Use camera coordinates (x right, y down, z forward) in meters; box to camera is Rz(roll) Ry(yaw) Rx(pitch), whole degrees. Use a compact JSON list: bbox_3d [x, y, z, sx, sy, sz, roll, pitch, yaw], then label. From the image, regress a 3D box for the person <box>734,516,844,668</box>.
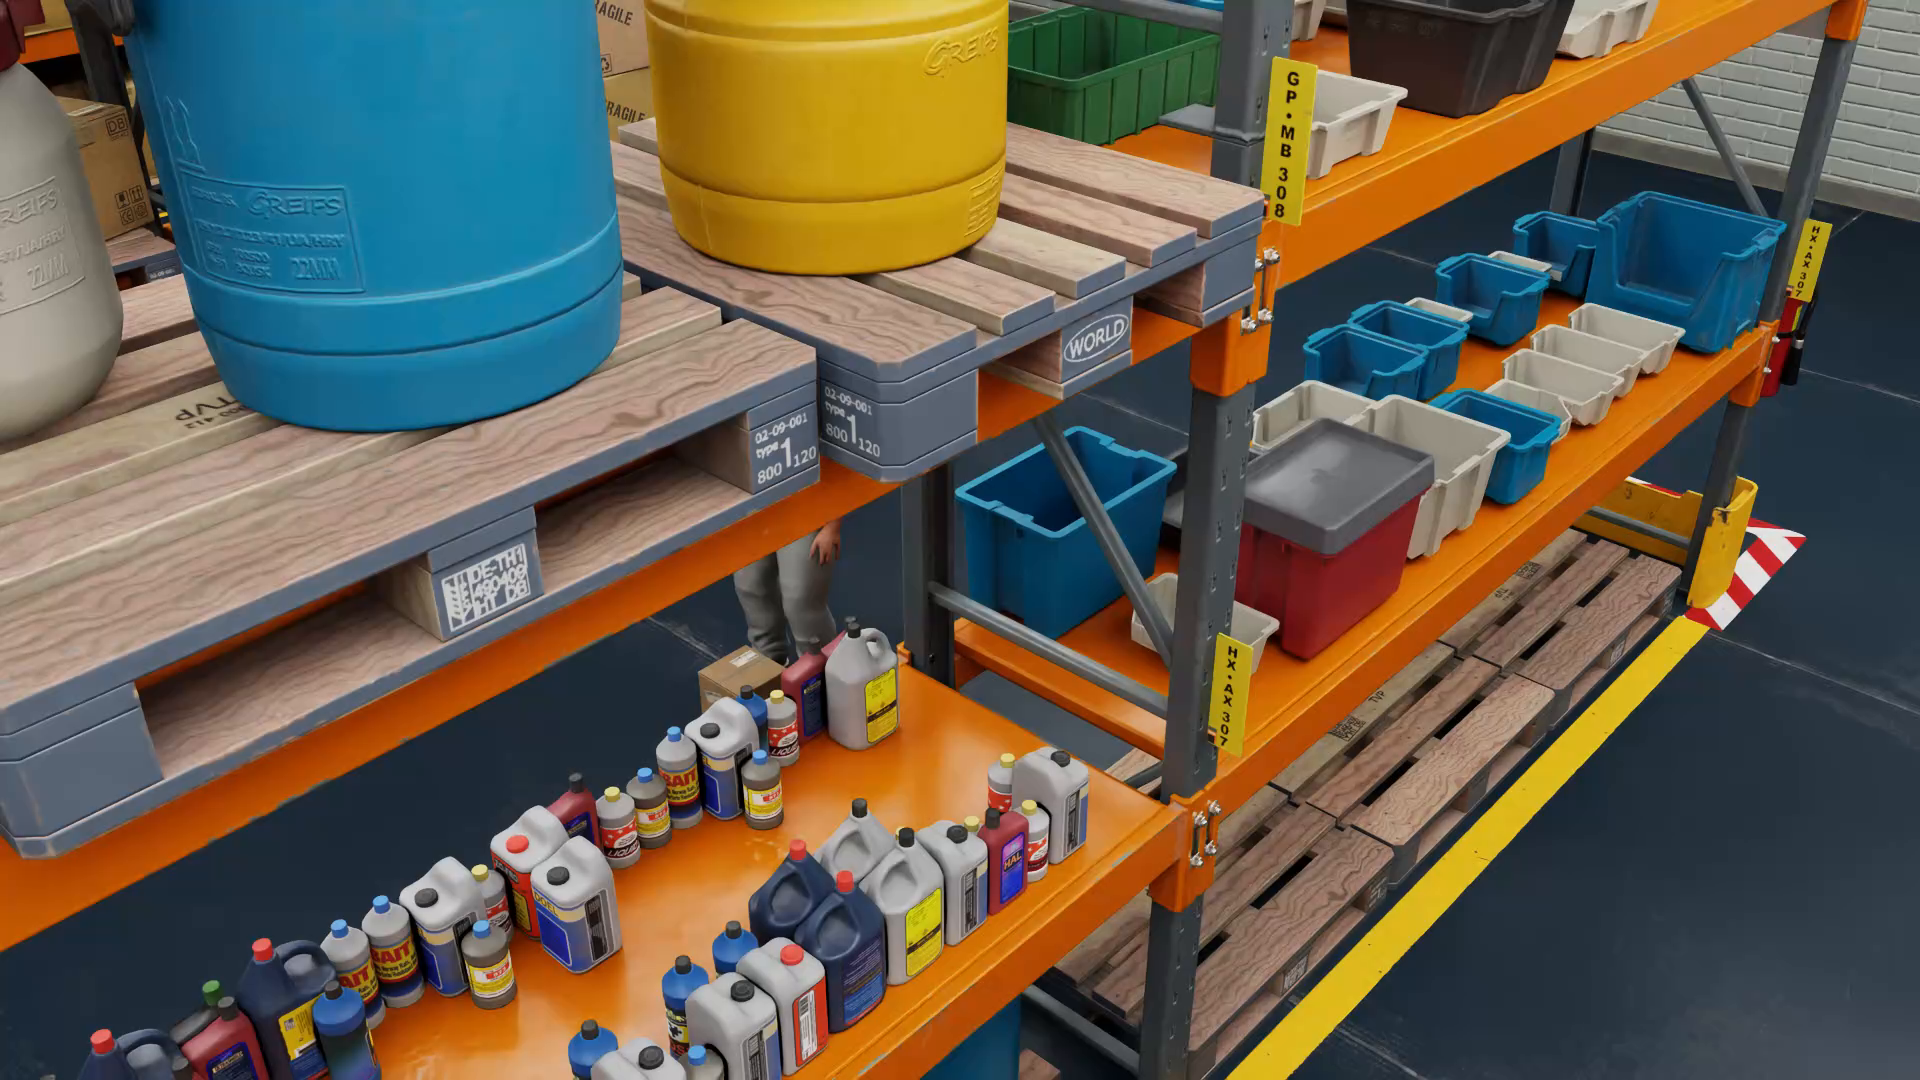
[{"bbox_3d":[-0.664,-0.135,6.351,0.600,1.747,0.437,23,38,32],"label":"person"}]
